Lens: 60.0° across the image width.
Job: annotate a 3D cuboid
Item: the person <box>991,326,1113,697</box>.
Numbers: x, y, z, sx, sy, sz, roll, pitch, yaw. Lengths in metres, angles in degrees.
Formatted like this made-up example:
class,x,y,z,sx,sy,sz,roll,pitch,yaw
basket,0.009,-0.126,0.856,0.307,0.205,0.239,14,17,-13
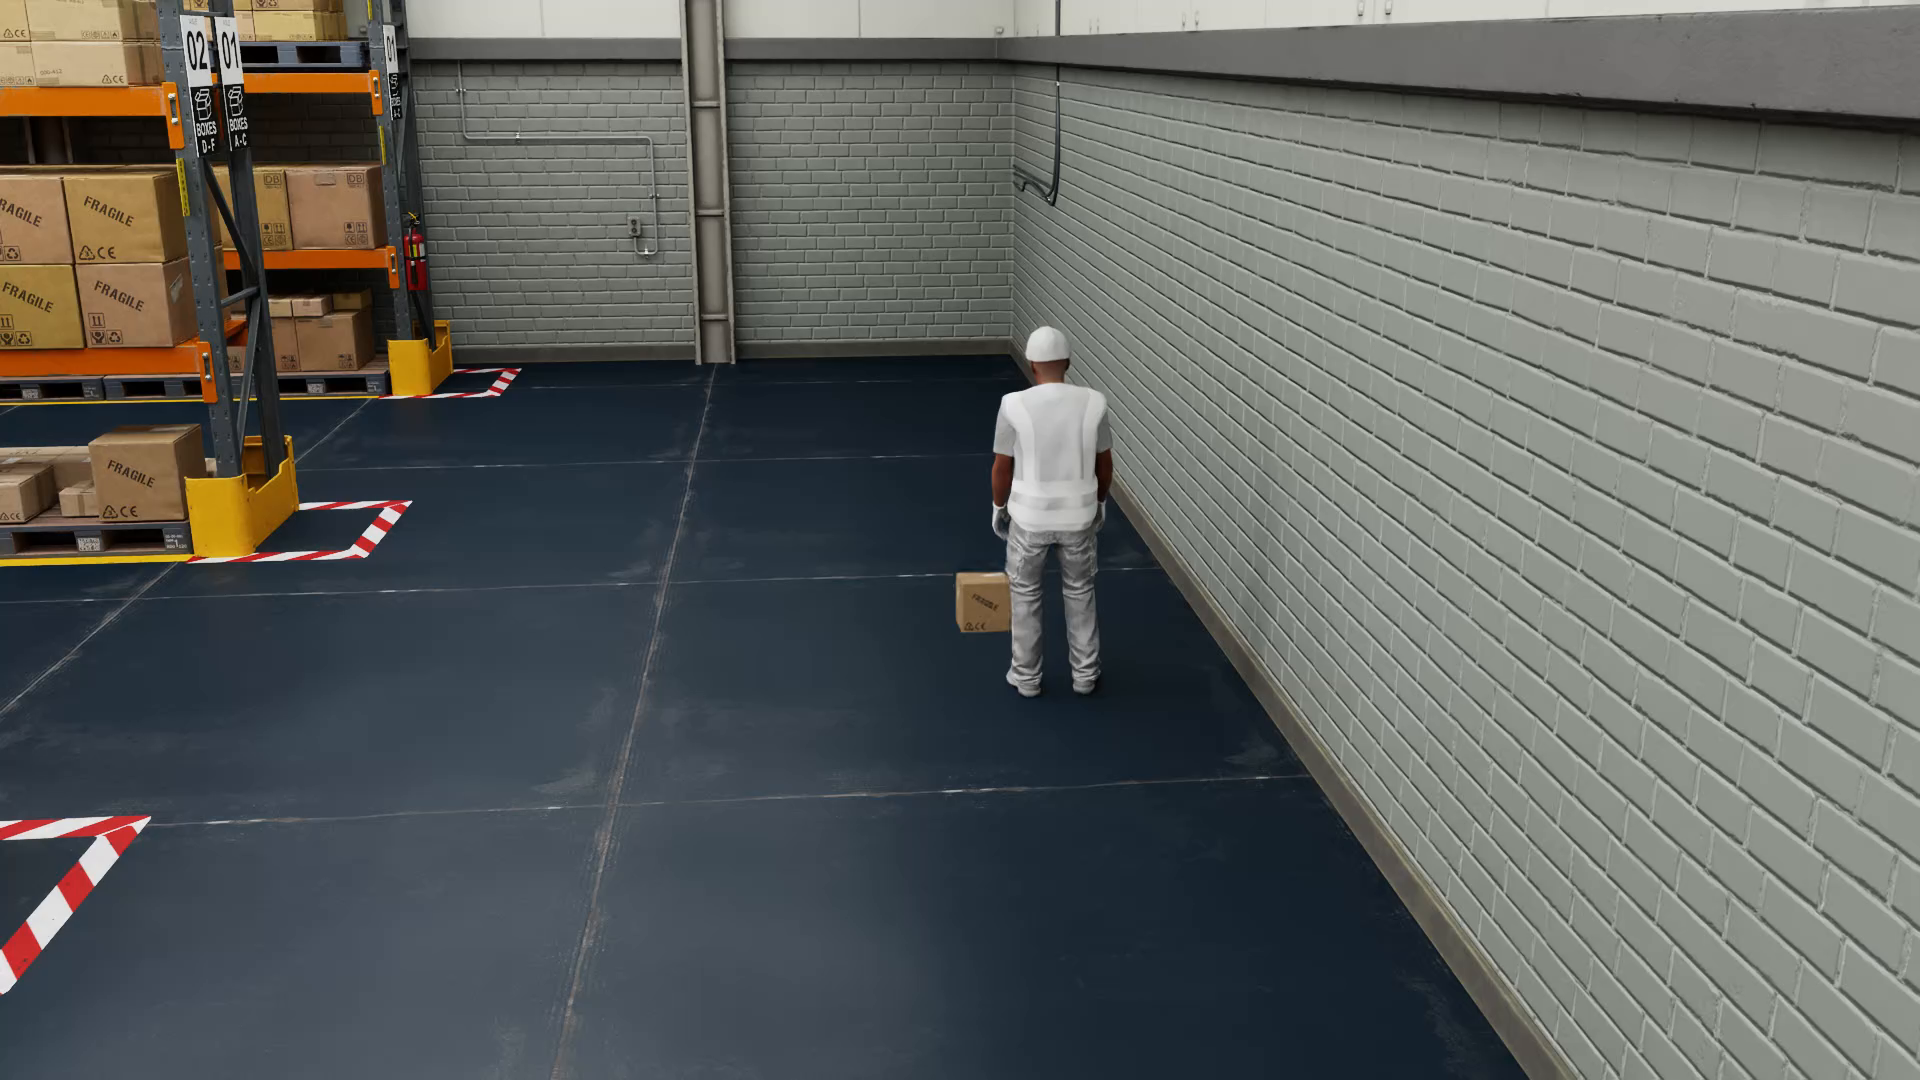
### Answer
class,x,y,z,sx,sy,sz,roll,pitch,yaw
person,0.436,-0.124,7.929,0.580,1.778,0.426,-2,17,-7
